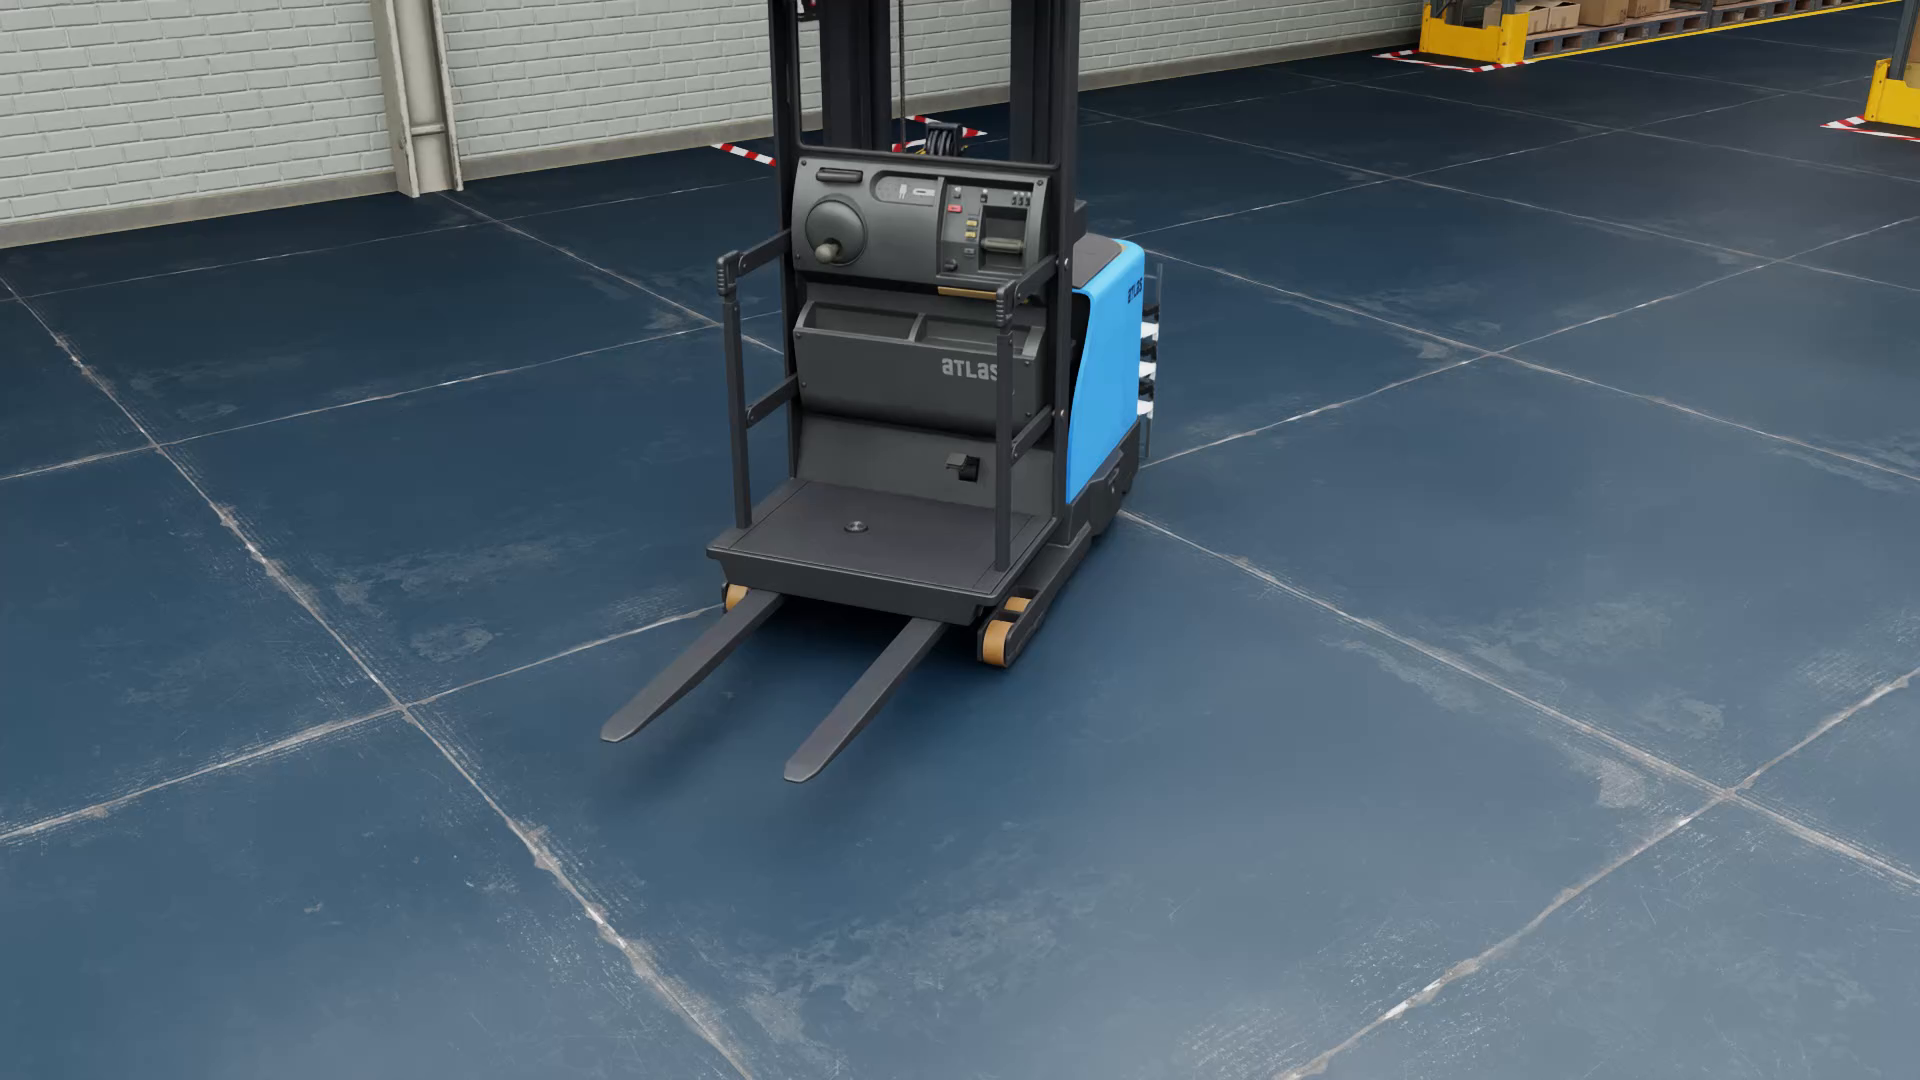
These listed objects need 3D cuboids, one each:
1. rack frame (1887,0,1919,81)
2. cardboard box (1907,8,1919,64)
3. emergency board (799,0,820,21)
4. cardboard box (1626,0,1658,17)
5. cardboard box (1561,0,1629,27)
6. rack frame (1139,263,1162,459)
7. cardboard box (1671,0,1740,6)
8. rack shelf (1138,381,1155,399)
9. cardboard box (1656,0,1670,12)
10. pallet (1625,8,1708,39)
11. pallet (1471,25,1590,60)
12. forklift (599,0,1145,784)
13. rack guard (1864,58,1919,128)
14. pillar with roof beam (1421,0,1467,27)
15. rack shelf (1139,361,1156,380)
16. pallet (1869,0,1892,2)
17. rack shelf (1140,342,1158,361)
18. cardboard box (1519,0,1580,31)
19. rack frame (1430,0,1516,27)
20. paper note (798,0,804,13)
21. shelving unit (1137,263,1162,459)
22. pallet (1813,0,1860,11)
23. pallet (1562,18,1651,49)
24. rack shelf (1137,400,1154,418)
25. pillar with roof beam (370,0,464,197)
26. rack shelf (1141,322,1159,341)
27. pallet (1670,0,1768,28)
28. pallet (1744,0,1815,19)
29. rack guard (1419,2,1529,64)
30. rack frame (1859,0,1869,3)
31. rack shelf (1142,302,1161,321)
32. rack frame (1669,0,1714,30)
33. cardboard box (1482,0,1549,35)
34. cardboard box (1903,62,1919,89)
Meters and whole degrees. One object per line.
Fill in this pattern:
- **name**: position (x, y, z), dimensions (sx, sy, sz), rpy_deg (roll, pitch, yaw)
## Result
- **rack frame**: position (8.551, -4.971, 13.897), dimensions (0.127, 3.000, 1.000), rpy_deg (-18, 31, -34)
- **cardboard box**: position (8.789, -4.492, 14.742), dimensions (0.500, 0.500, 0.500), rpy_deg (-18, 31, -34)
- **emergency board**: position (-1.181, -4.891, 13.726), dimensions (0.643, 1.169, 0.194), rpy_deg (-18, 31, -34)
- **cardboard box**: position (7.847, -6.433, 19.494), dimensions (0.500, 0.500, 0.500), rpy_deg (-21, 32, -38)
- **cardboard box**: position (7.148, -6.148, 18.881), dimensions (0.500, 0.500, 0.700), rpy_deg (-21, 32, -37)
- **rack frame**: position (0.769, -0.809, 7.424), dimensions (0.240, 0.900, 0.006), rpy_deg (18, 29, 33)
- **cardboard box**: position (9.208, -6.912, 20.527), dimensions (0.500, 0.500, 0.700), rpy_deg (-17, 30, -32)
- **rack shelf**: position (0.705, -0.665, 7.399), dimensions (0.258, 0.077, 0.200), rpy_deg (18, 29, 33)
- **cardboard box**: position (8.237, -6.415, 19.853), dimensions (0.380, 0.166, 0.250), rpy_deg (22, 33, 39)
- **pallet**: position (8.132, -6.199, 19.855), dimensions (1.213, 0.211, 1.003), rpy_deg (-18, 31, -34)
- **pallet**: position (6.212, -5.565, 18.490), dimensions (1.213, 0.211, 1.003), rpy_deg (-18, 31, -34)
- **forklift**: position (-0.224, -1.083, 5.601), dimensions (1.130, 2.935, 3.031), rpy_deg (9, 26, 19)
- **rack guard**: position (8.532, -3.830, 14.410), dimensions (0.348, 0.500, 1.175), rpy_deg (-18, 31, -34)
- **pillar with roof beam**: position (8.165, -8.374, 14.104), dimensions (0.400, 9.000, 9.100), rpy_deg (-18, 31, -34)
- **rack shelf**: position (0.706, -0.747, 7.363), dimensions (0.258, 0.077, 0.200), rpy_deg (18, 29, 33)
- **pallet**: position (12.454, -7.604, 22.883), dimensions (1.213, 0.211, 1.003), rpy_deg (-18, 31, -34)
- **rack shelf**: position (0.708, -0.830, 7.327), dimensions (0.258, 0.077, 0.200), rpy_deg (18, 29, 33)
- **cardboard box**: position (6.540, -5.889, 18.546), dimensions (0.500, 0.311, 0.500), rpy_deg (-15, 29, -30)
- **rack frame**: position (5.491, -6.611, 17.431), dimensions (0.127, 3.000, 1.000), rpy_deg (-18, 31, -34)
- **paper note**: position (-1.363, -4.468, 13.861), dimensions (0.142, 0.148, 0.016), rpy_deg (-18, 31, -34)
- **shelving unit**: position (0.707, -0.778, 7.350), dimensions (0.258, 0.900, 0.210), rpy_deg (18, 29, 33)
- **pallet**: position (11.171, -7.221, 22.059), dimensions (1.213, 0.211, 1.003), rpy_deg (-18, 31, -34)
- **pallet**: position (7.172, -5.880, 19.169), dimensions (1.213, 0.211, 1.003), rpy_deg (-18, 31, -34)
- **rack shelf**: position (0.703, -0.582, 7.435), dimensions (0.258, 0.077, 0.200), rpy_deg (18, 29, 33)
- **pillar with roof beam**: position (-1.278, -5.257, 7.388), dimensions (0.400, 9.000, 9.100), rpy_deg (-18, 31, -34)
- **rack shelf**: position (0.709, -0.912, 7.291), dimensions (0.258, 0.077, 0.200), rpy_deg (18, 29, 33)
- **pallet**: position (9.251, -6.588, 20.693), dimensions (1.213, 0.211, 1.003), rpy_deg (-18, 31, -34)
- **pallet**: position (10.211, -6.906, 21.380), dimensions (1.213, 0.211, 1.003), rpy_deg (-18, 31, -34)
- **rack guard**: position (5.551, -5.496, 17.999), dimensions (0.348, 0.500, 1.175), rpy_deg (-18, 31, -34)
- **rack frame**: position (11.787, -8.689, 21.908), dimensions (0.127, 3.000, 1.000), rpy_deg (-18, 31, -34)
- **rack shelf**: position (0.711, -0.995, 7.255), dimensions (0.258, 0.077, 0.200), rpy_deg (18, 29, 33)
- **rack frame**: position (8.639, -7.650, 19.670), dimensions (0.127, 3.000, 1.000), rpy_deg (-18, 31, -34)
- **cardboard box**: position (6.091, -5.740, 18.227), dimensions (0.500, 0.311, 0.500), rpy_deg (-23, 33, -40)
- **cardboard box**: position (8.791, -4.151, 14.898), dimensions (0.500, 0.250, 0.500), rpy_deg (-18, 31, -34)
